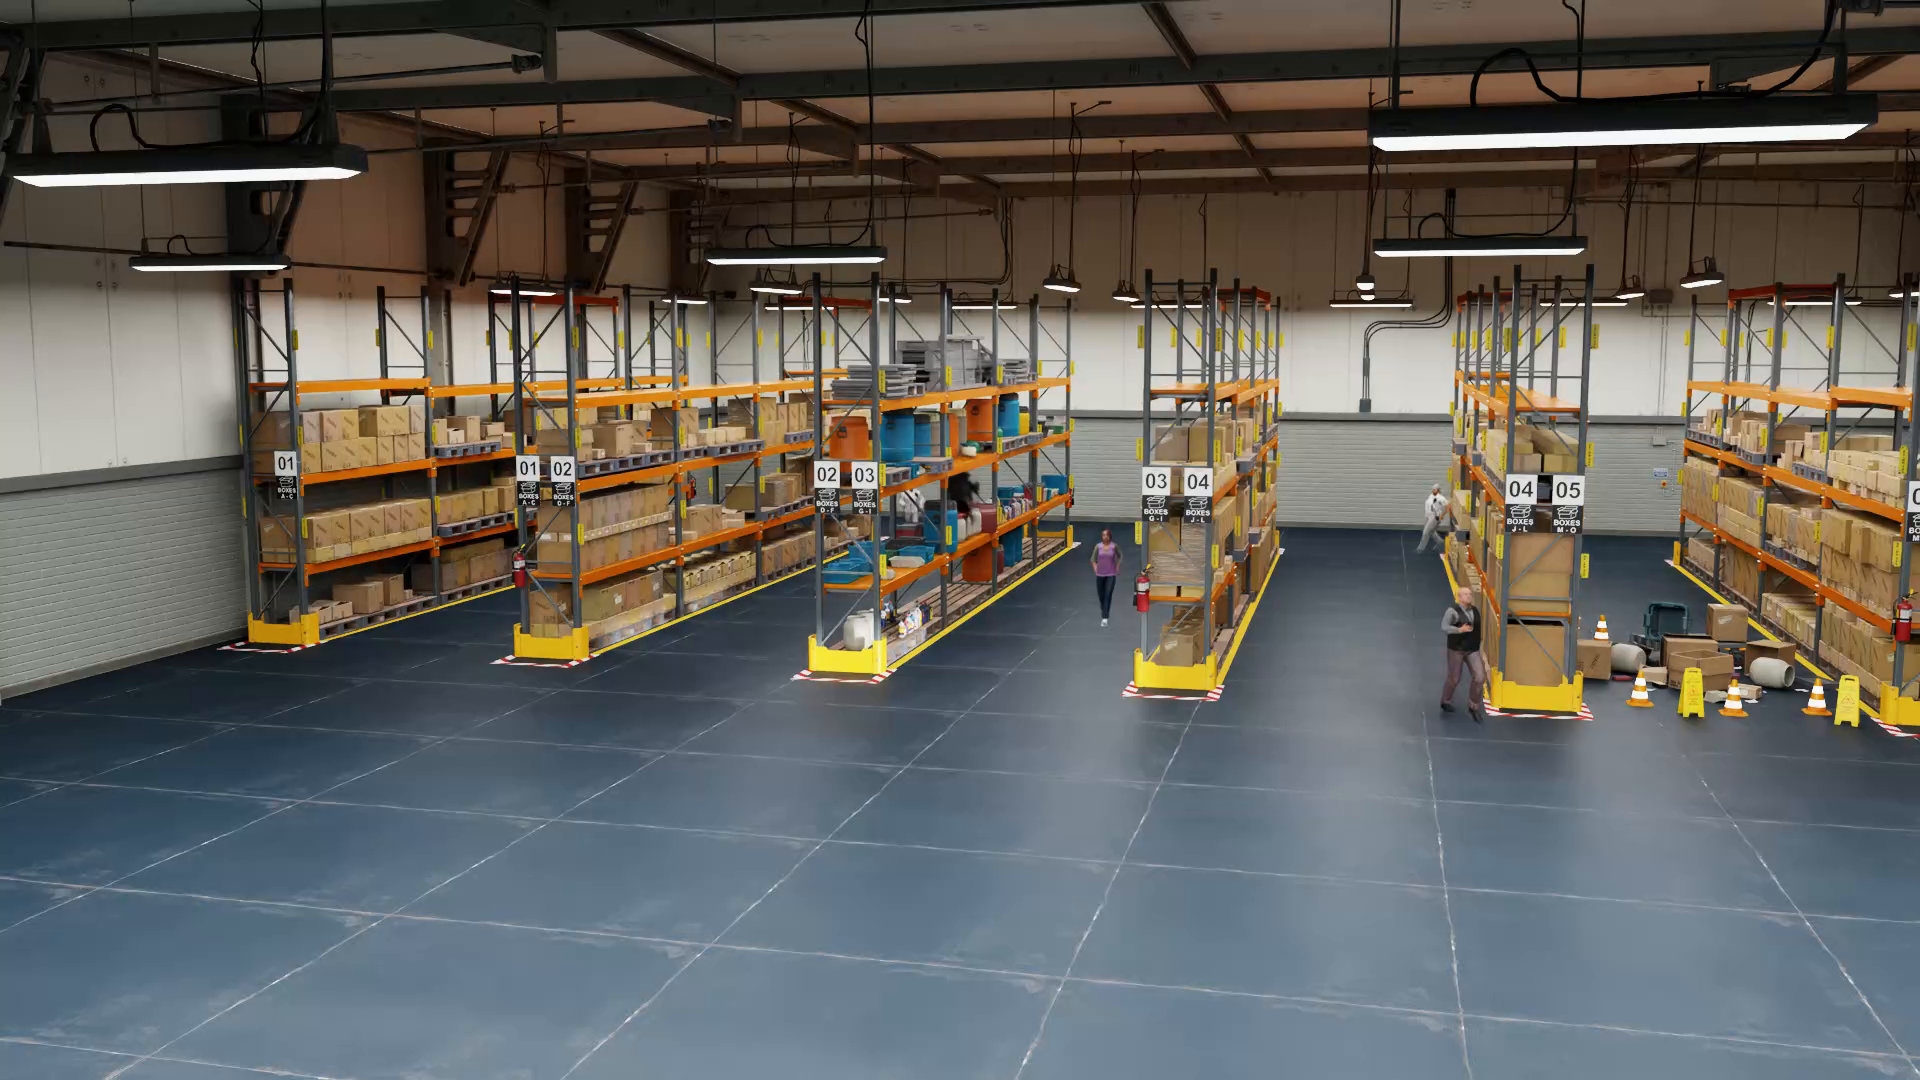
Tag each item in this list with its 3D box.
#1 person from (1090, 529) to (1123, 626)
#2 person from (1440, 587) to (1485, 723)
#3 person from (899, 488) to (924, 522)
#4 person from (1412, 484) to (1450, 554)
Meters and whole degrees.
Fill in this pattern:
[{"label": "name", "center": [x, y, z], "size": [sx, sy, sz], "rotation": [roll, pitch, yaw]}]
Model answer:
[{"label": "person", "center": [2.442, 0.614, 27.763], "size": [0.547, 1.593, 0.678], "rotation": [1, 7, 10]}, {"label": "person", "center": [6.665, 1.519, 22.056], "size": [0.655, 1.791, 0.686], "rotation": [-1, 7, -12]}, {"label": "person", "center": [-1.203, -0.628, 40.075], "size": [0.505, 1.726, 0.770], "rotation": [1, 7, 5]}, {"label": "person", "center": [11.116, -0.500, 39.082], "size": [0.925, 1.648, 0.692], "rotation": [-2, 7, -16]}]
